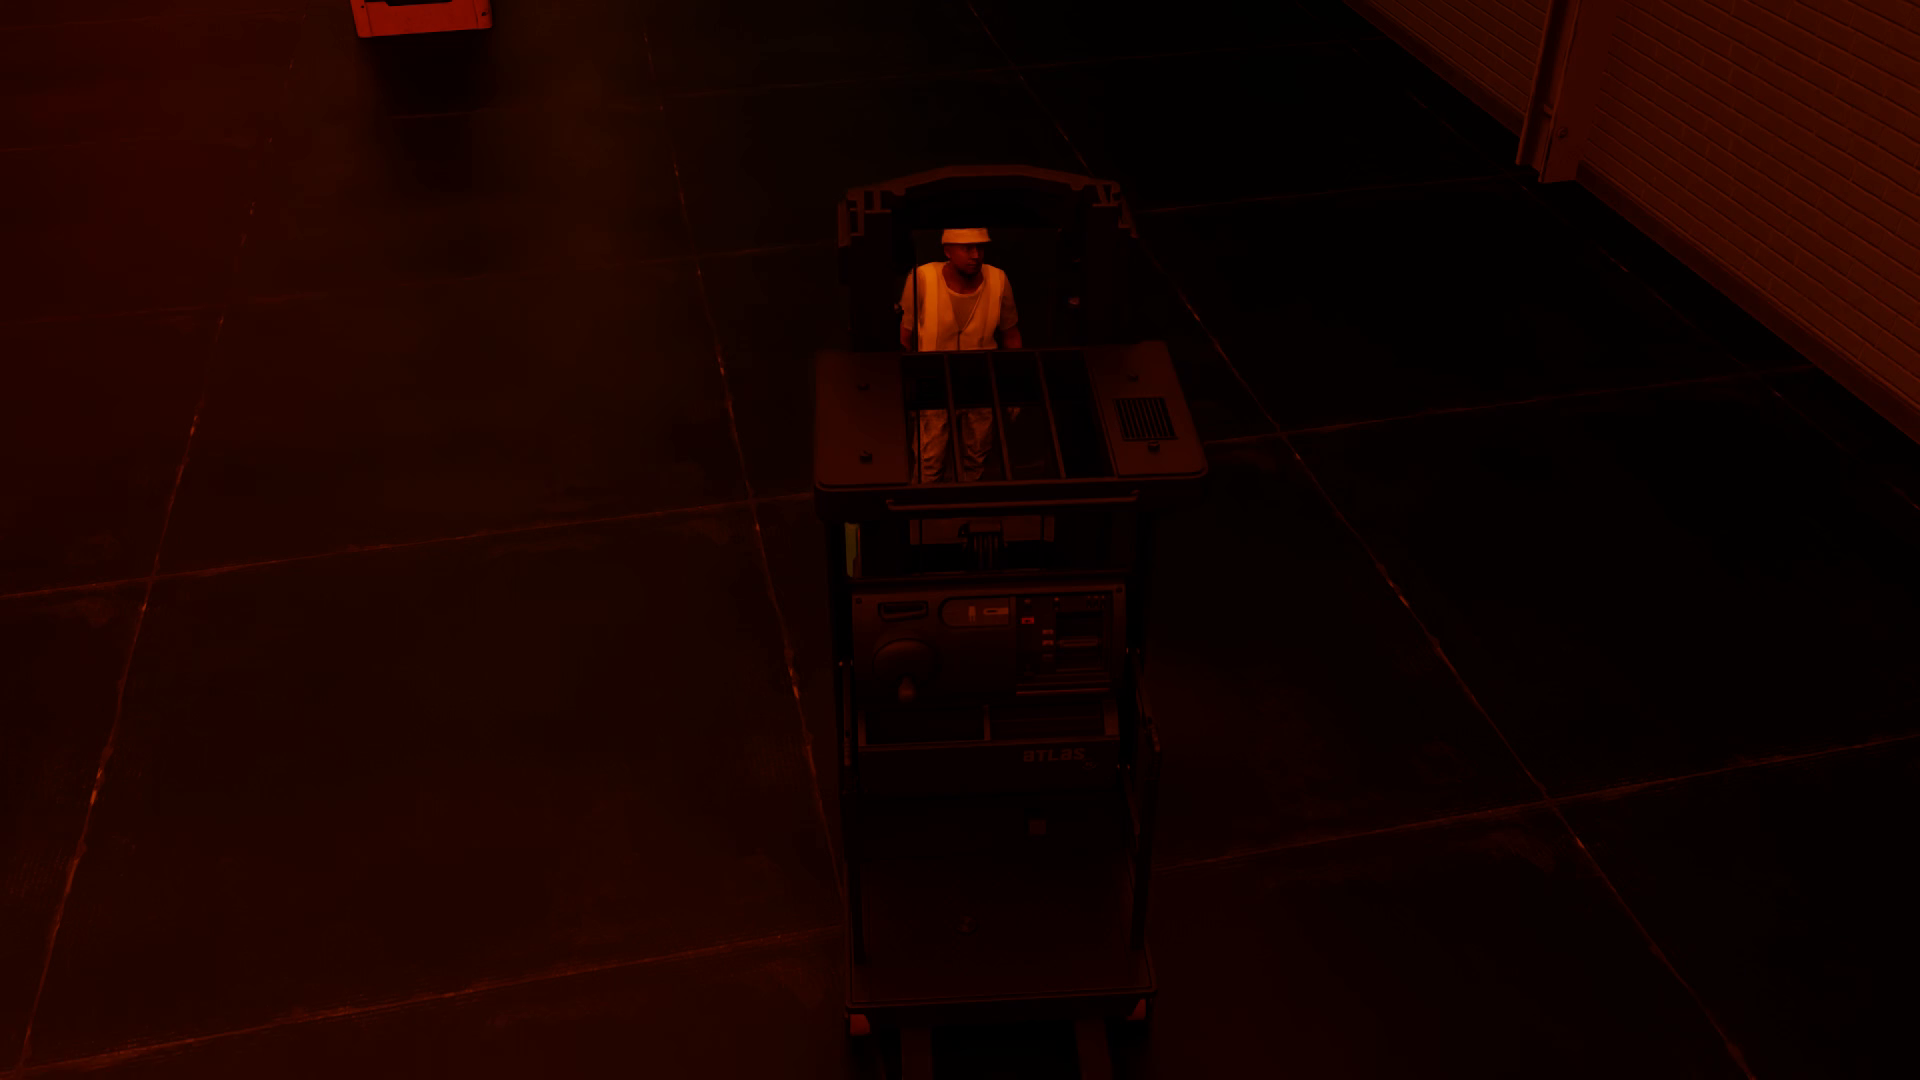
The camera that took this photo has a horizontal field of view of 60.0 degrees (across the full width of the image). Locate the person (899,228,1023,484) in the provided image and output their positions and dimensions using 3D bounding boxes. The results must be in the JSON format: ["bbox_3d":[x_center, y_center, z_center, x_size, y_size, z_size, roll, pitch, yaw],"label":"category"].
[{"bbox_3d":[0.007,-0.688,7.976,0.656,1.782,0.577,-8,36,-11],"label":"person"}]

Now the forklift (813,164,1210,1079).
[{"bbox_3d":[0.117,0.411,5.480,1.130,2.935,3.031,-2,36,-3],"label":"forklift"}]
